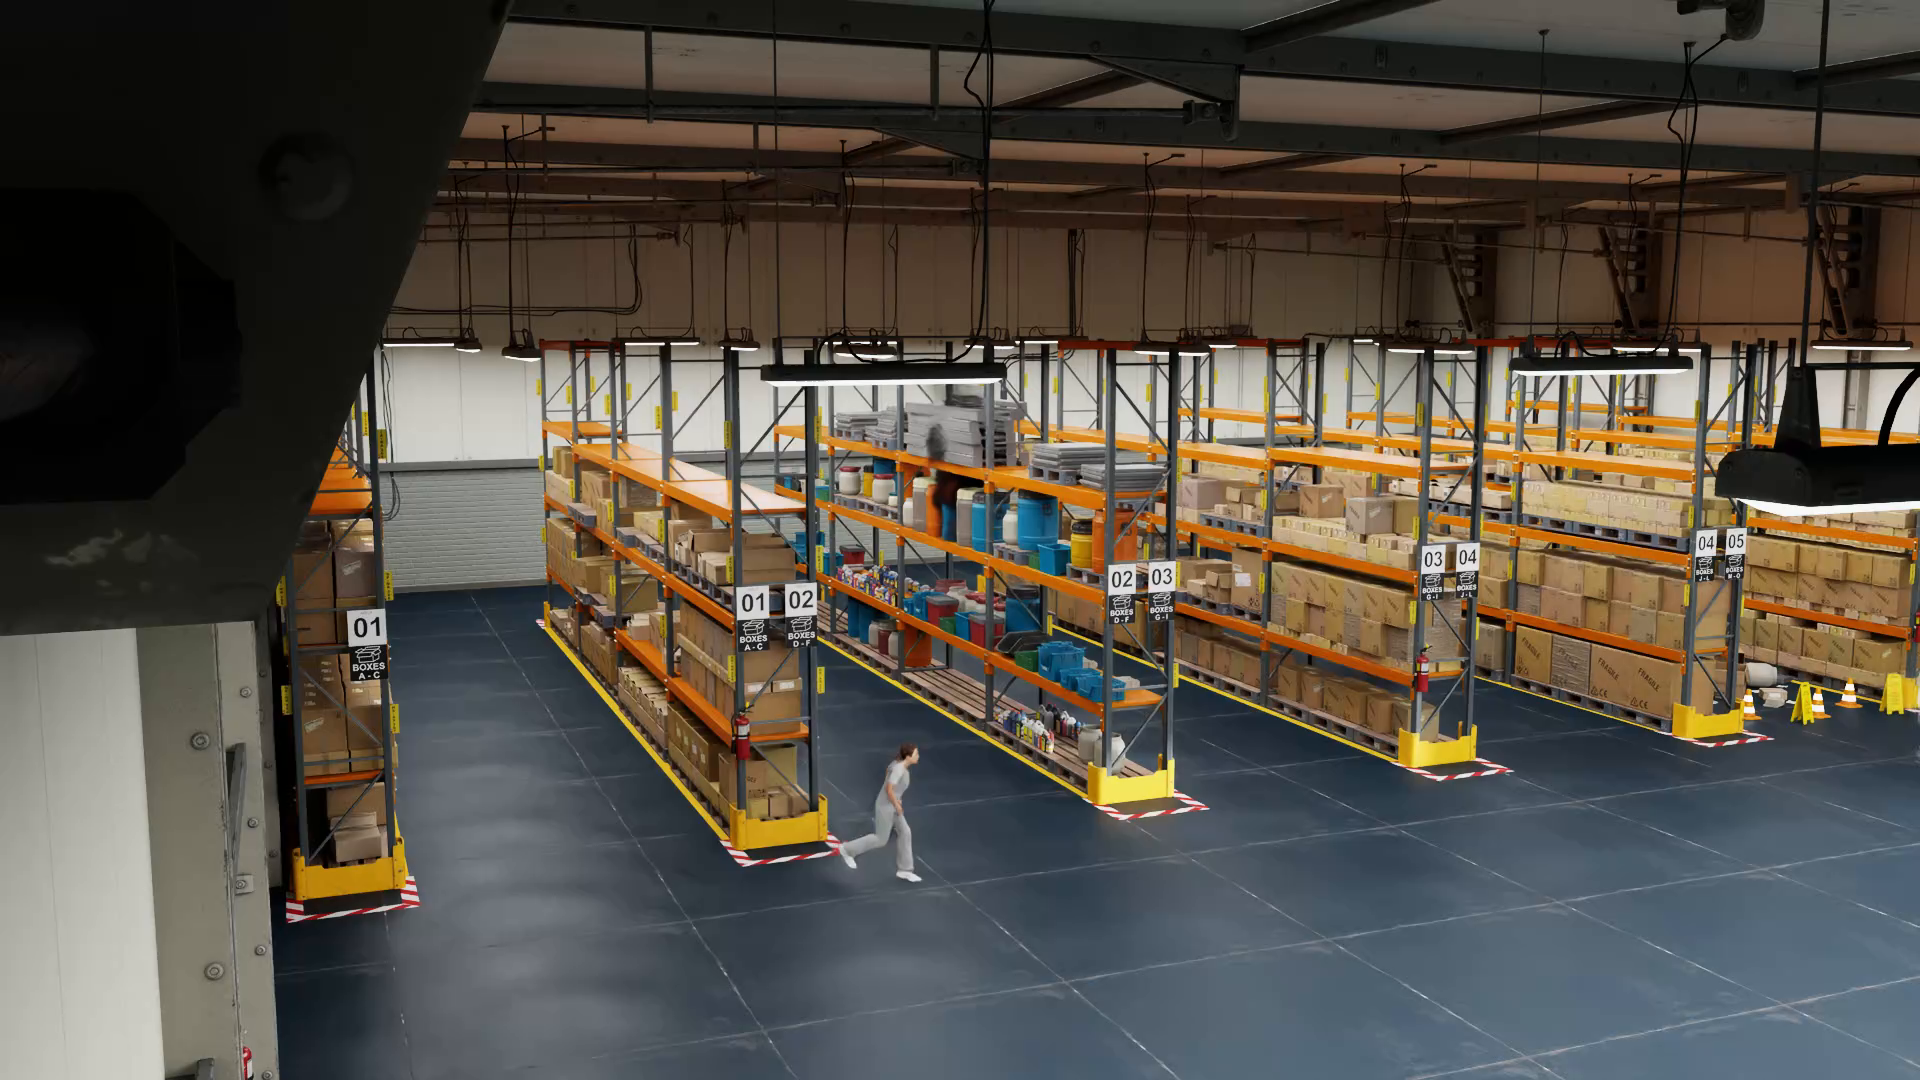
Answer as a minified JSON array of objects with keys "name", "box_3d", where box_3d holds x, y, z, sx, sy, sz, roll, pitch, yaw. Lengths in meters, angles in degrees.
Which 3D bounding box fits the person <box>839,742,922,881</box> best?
[{"name":"person","box_3d":[-0.911,3.098,18.988,0.951,1.623,0.580,0,7,-3]}]

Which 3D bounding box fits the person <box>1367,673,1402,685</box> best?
[{"name":"person","box_3d":[7.544,1.718,29.385,0.575,1.736,0.779,-4,9,-31]}]
